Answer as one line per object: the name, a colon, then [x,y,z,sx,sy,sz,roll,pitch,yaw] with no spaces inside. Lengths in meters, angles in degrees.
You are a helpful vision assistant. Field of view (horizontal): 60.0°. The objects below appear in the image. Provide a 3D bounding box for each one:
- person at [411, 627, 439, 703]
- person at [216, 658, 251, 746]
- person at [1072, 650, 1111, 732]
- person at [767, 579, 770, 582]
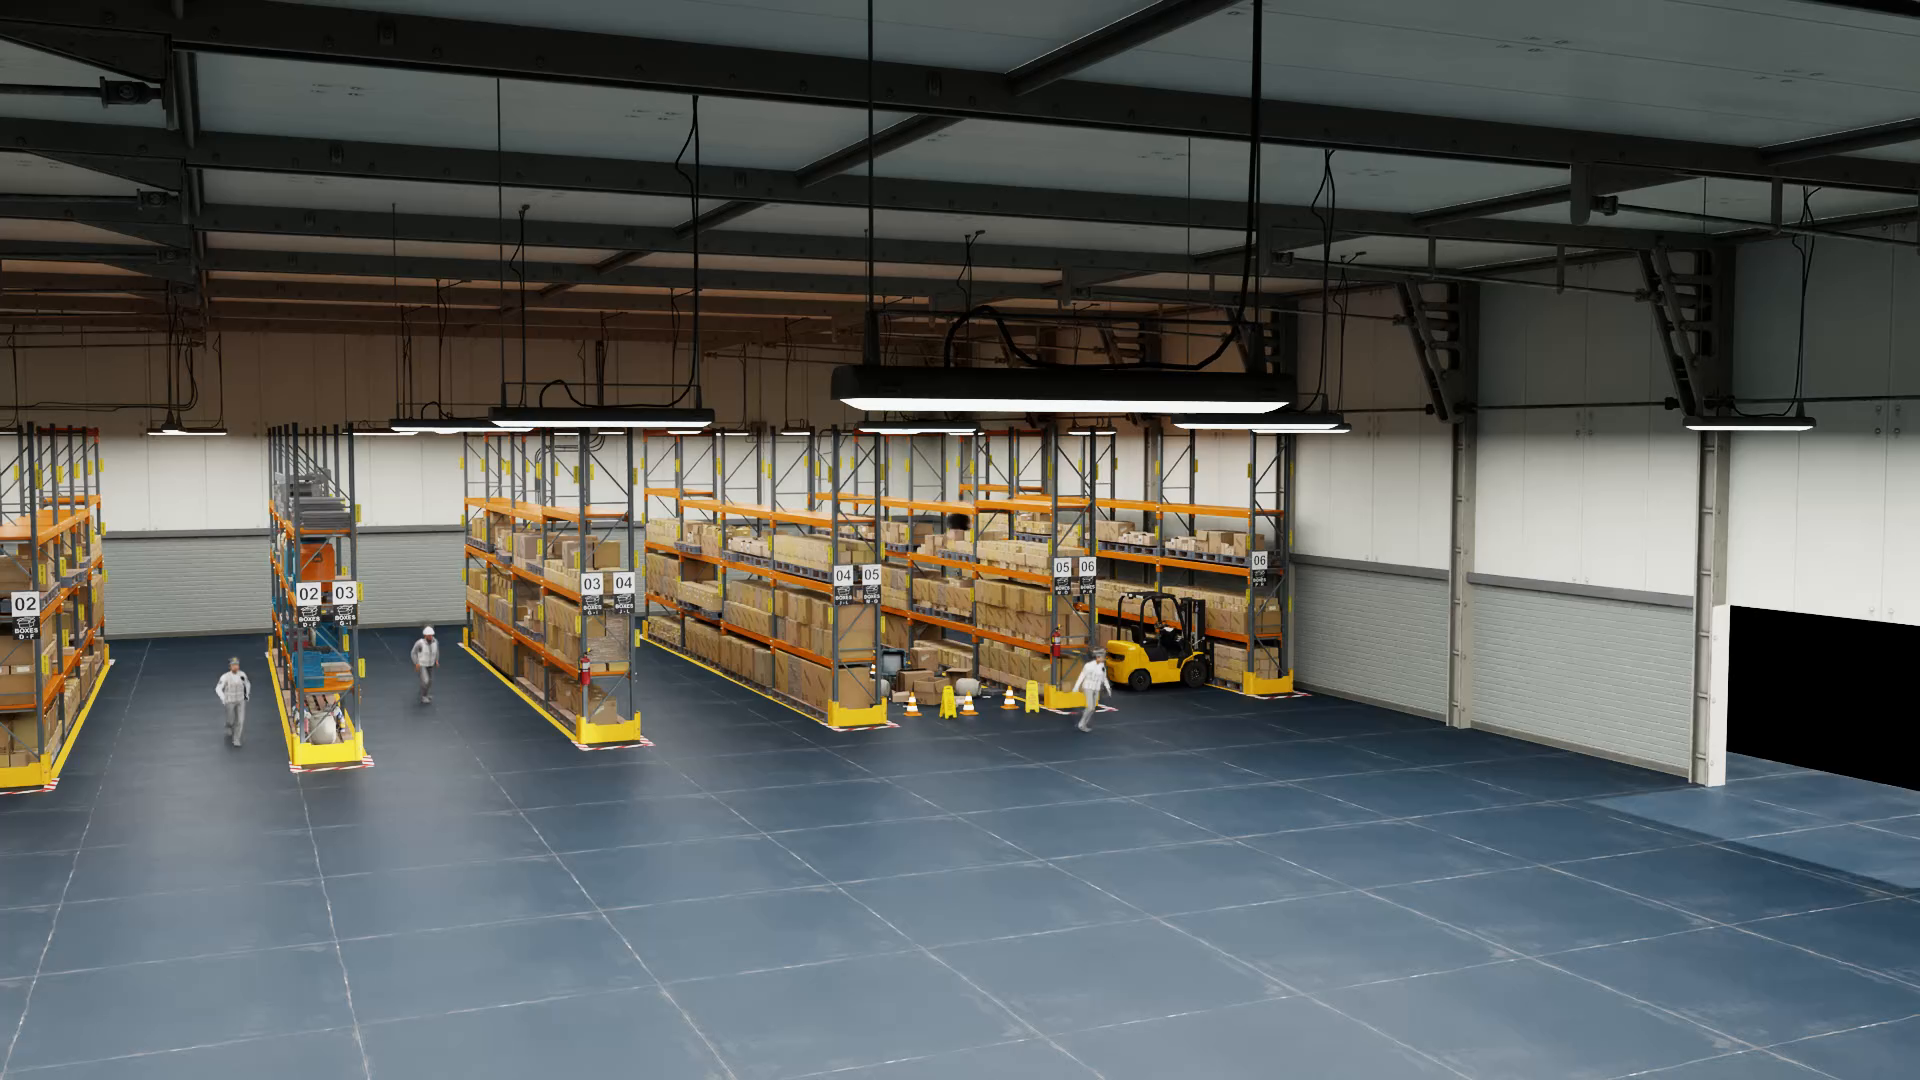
person: [-11.608,2.686,36.051,0.844,1.664,0.693,2,4,35]
person: [-13.573,3.010,31.107,0.629,1.647,0.620,-2,4,-35]
person: [2.588,2.938,32.400,0.623,1.623,0.568,-3,4,-36]
person: [-5.337,1.987,47.409,0.958,1.749,0.642,1,4,19]
